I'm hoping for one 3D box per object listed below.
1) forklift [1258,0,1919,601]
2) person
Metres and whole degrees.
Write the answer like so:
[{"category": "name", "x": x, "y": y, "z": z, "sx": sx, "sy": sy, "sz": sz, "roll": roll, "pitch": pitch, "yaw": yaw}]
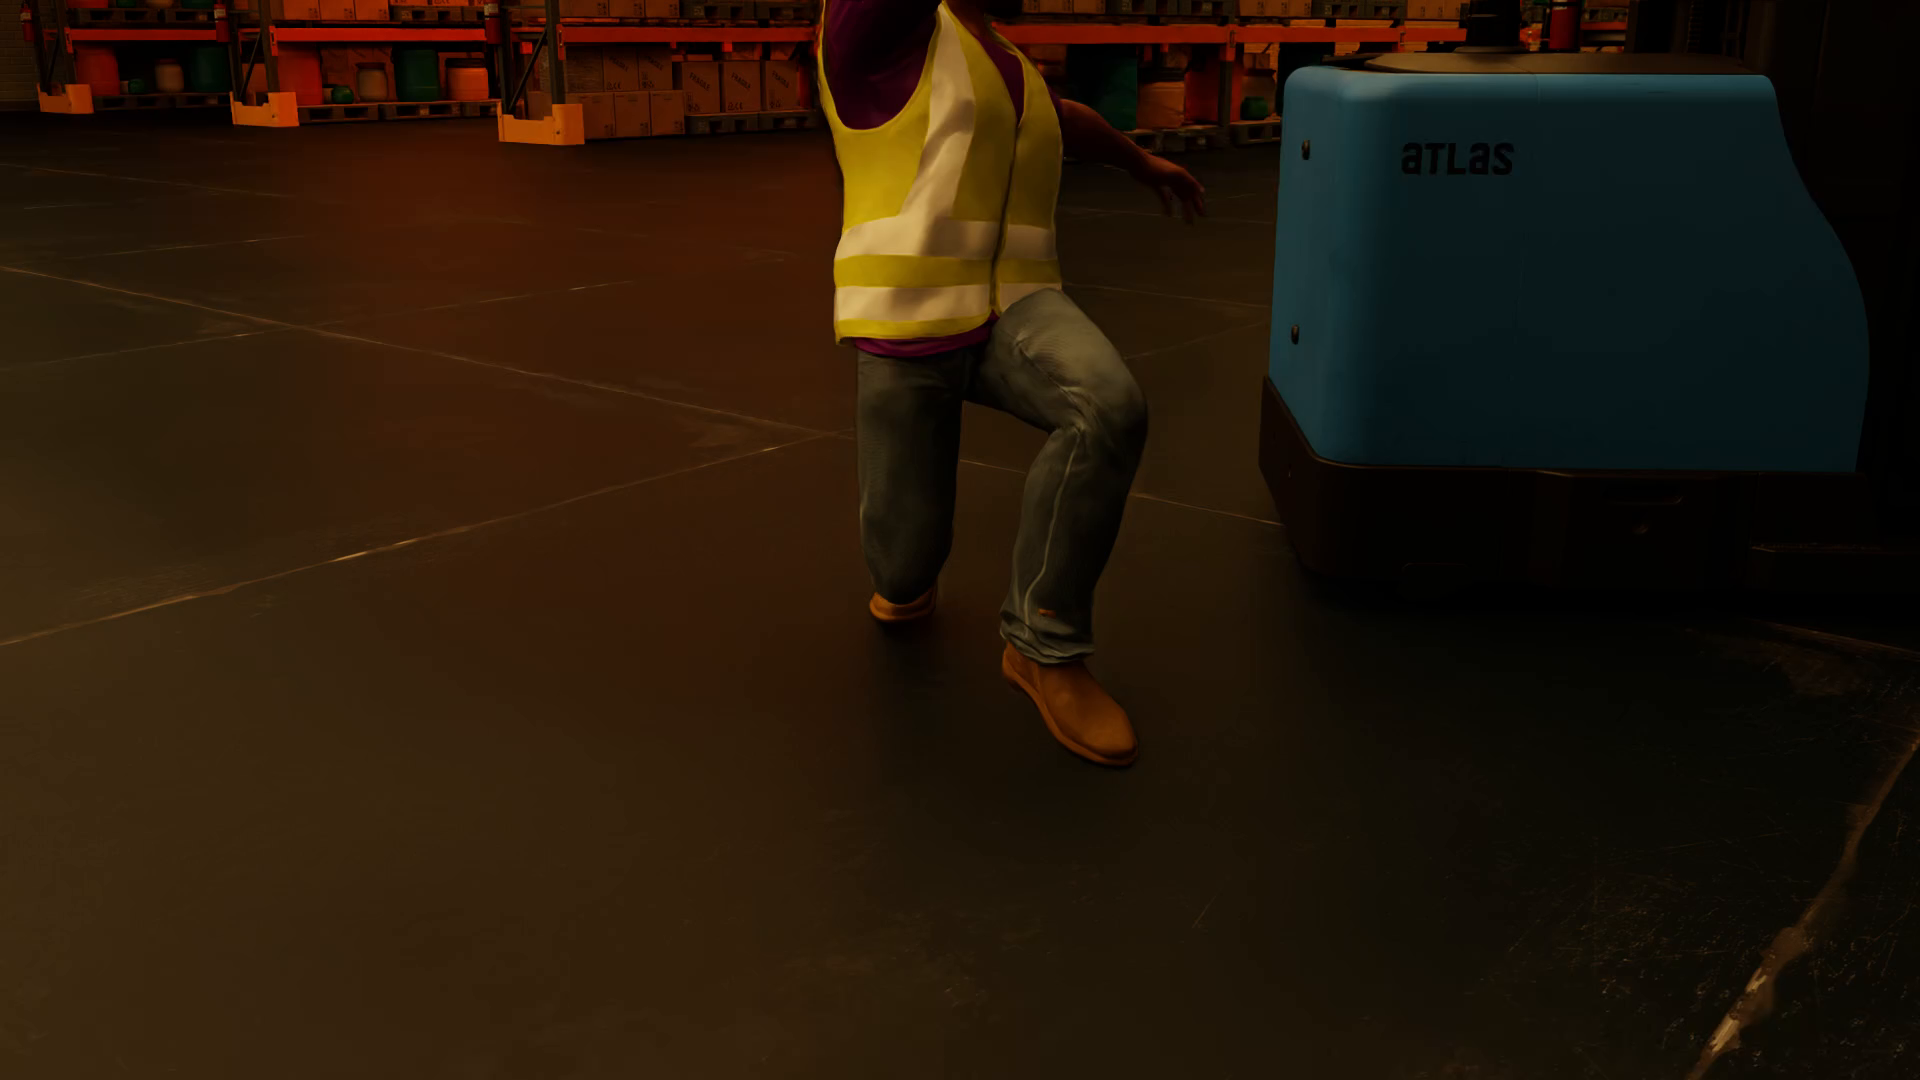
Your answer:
[{"category": "forklift", "x": 2.265, "y": -1.378, "z": 3.436, "sx": 3.031, "sy": 2.935, "sz": 1.130, "roll": 1, "pitch": 17, "yaw": 3}, {"category": "person", "x": 0.256, "y": -0.484, "z": 3.014, "sx": 1.002, "sy": 1.471, "sz": 0.965, "roll": -9, "pitch": 19, "yaw": -27}]
